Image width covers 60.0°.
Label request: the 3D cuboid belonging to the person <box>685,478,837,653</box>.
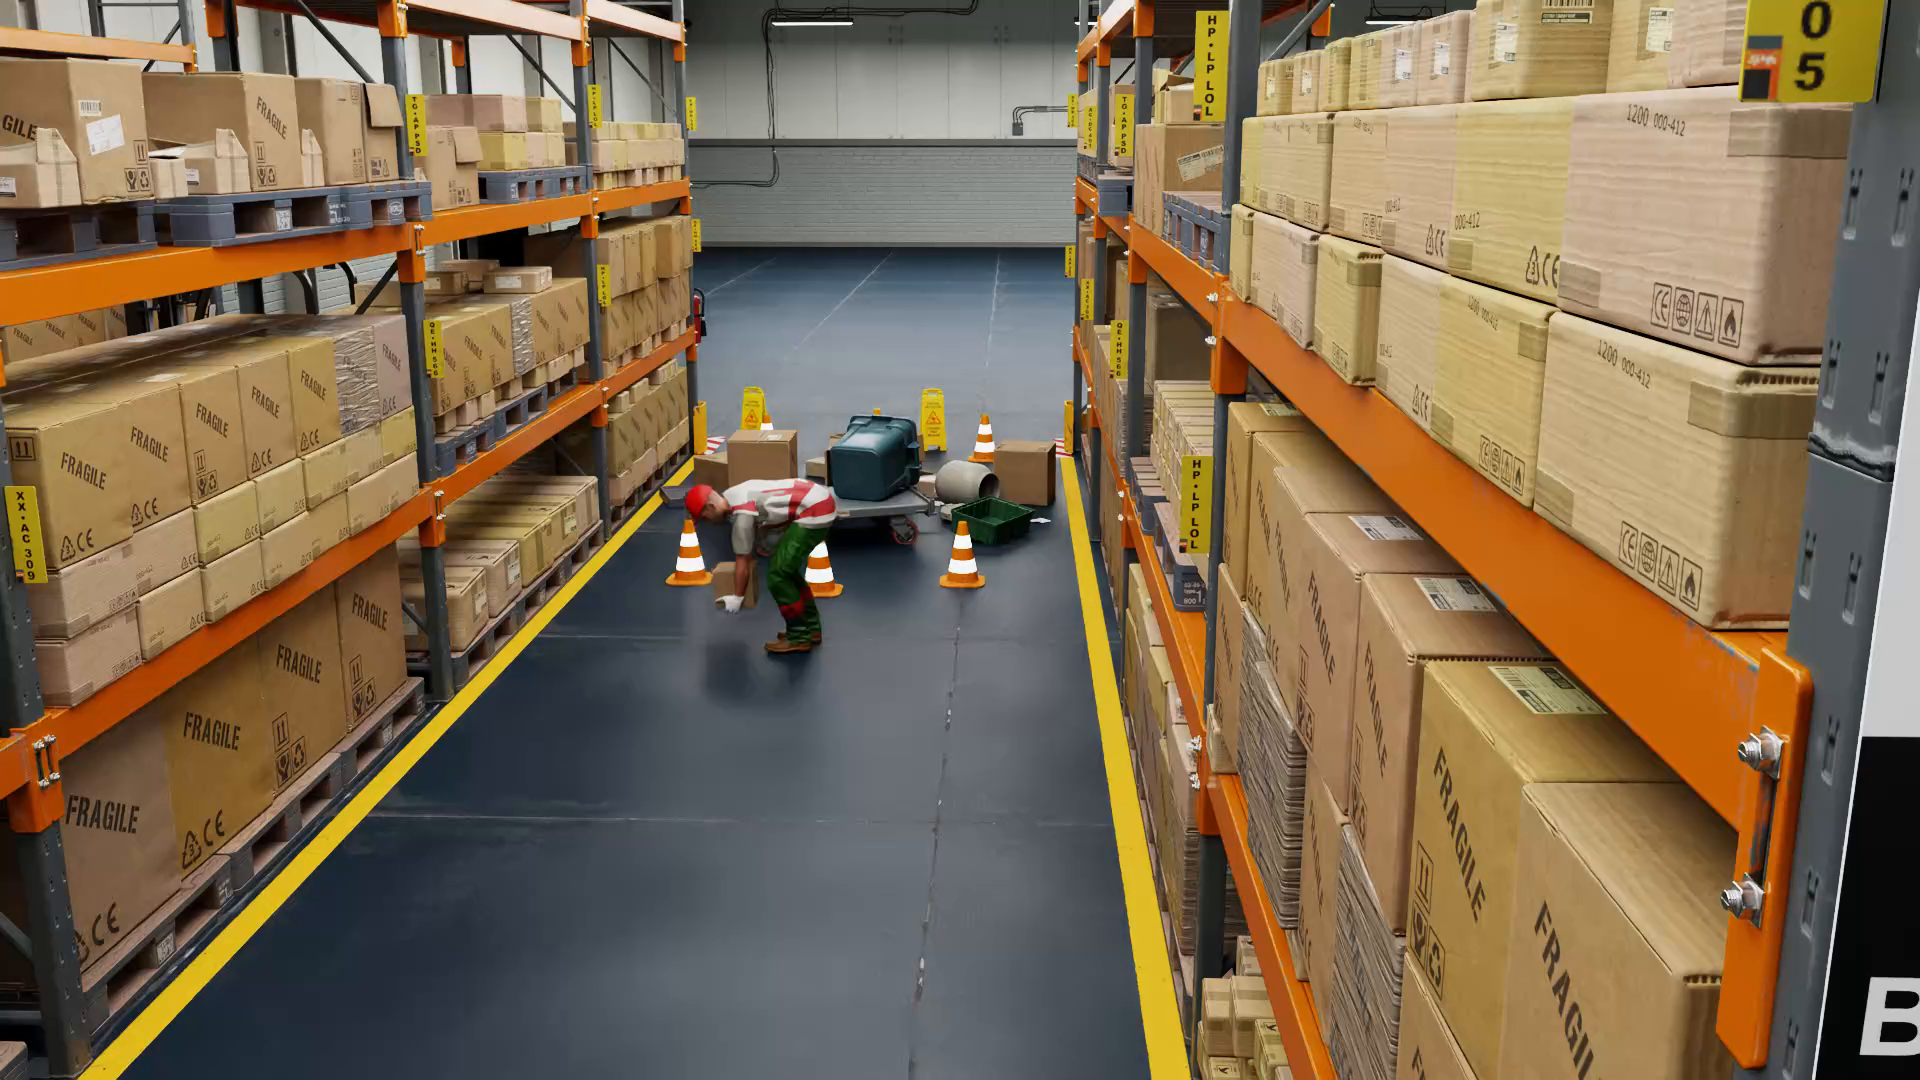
[{"bbox_3d":[-1.272,0.157,10.732,0.964,1.106,0.494,0,14,-1],"label":"person"}]
